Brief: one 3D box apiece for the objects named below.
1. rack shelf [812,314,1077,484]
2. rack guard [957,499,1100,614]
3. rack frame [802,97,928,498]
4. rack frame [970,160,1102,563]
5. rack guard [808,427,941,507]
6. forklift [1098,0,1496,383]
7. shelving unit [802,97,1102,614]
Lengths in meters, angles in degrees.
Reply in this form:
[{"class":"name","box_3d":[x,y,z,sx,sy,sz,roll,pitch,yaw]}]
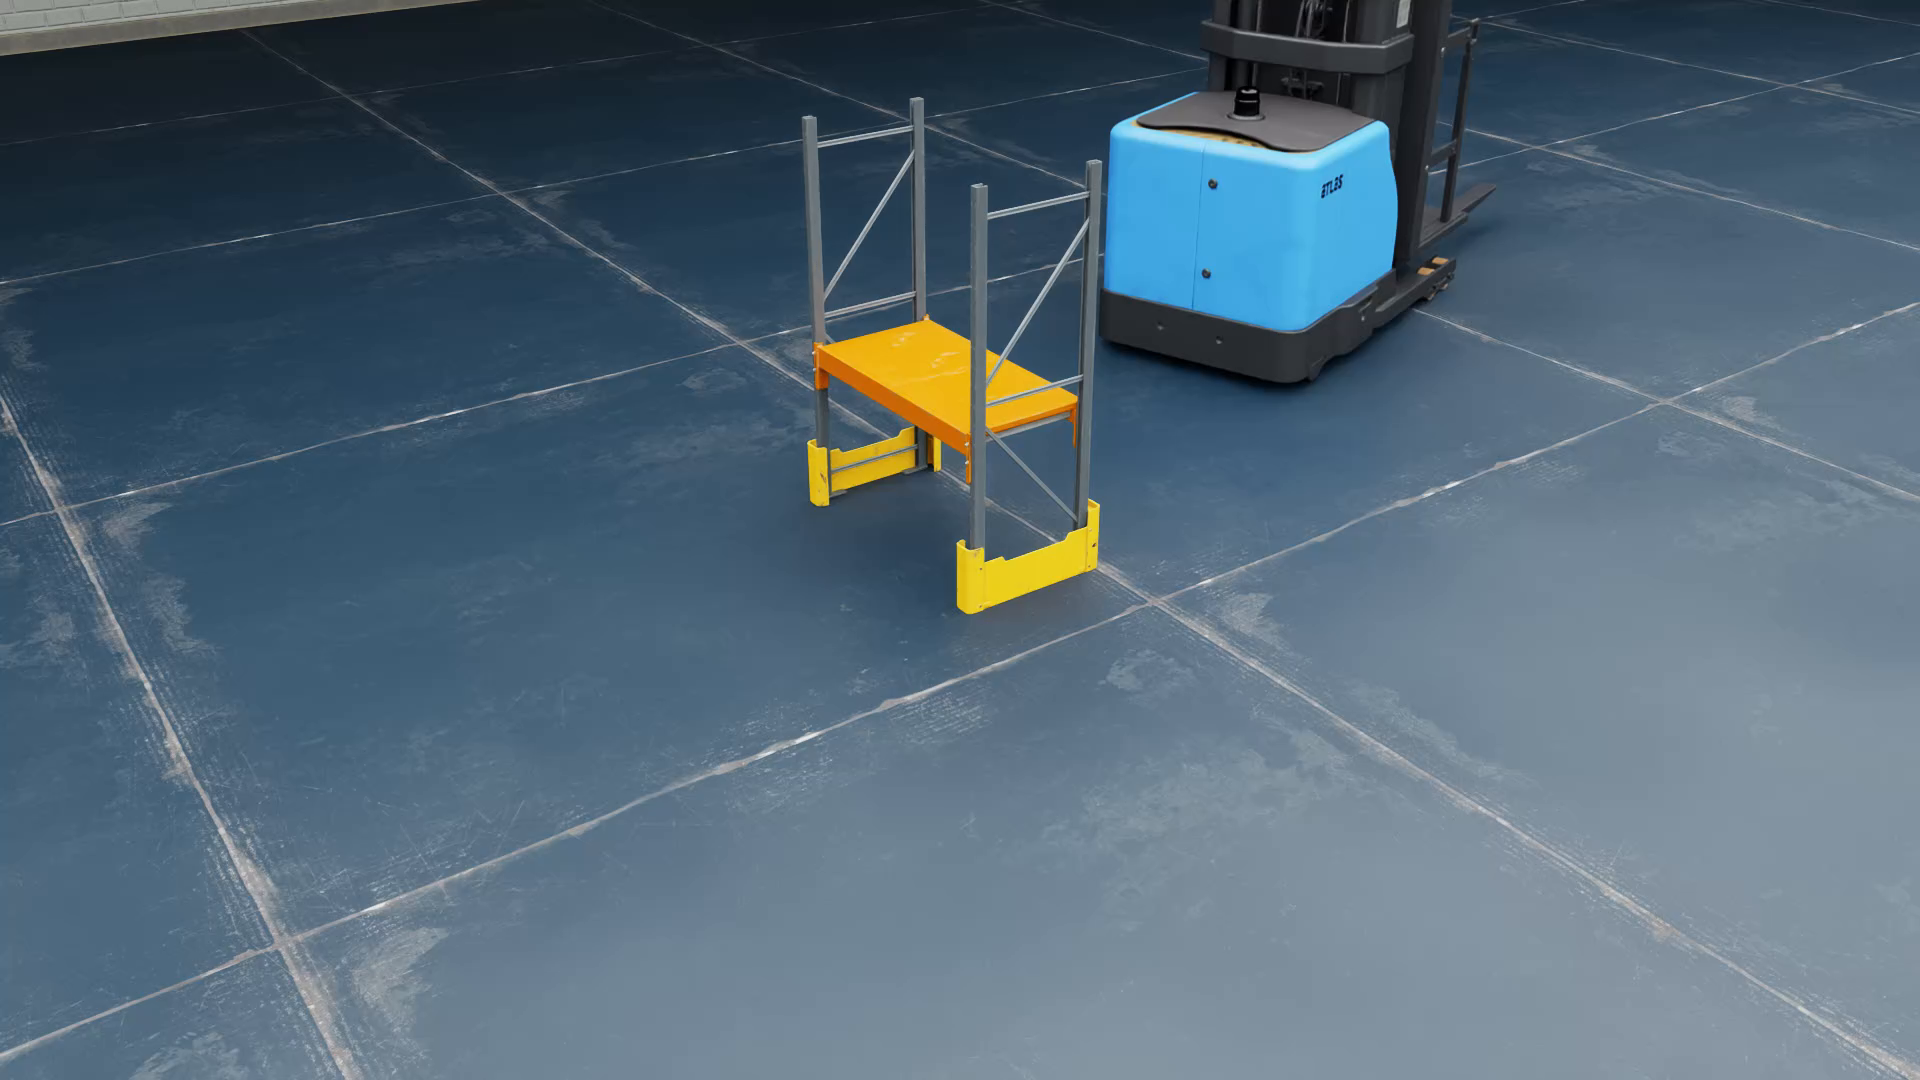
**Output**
[{"class":"rack shelf","box_3d":[-0.049,-0.534,6.039,0.538,0.185,1.000,-19,34,-31]},{"class":"rack guard","box_3d":[0.245,0.054,5.888,0.587,0.250,0.087,-19,34,-31]},{"class":"rack frame","box_3d":[-0.344,-0.890,6.317,0.500,1.500,0.032,-19,34,-31]},{"class":"rack frame","box_3d":[0.245,-0.495,5.589,0.500,1.500,0.032,-19,34,-31]},{"class":"rack guard","box_3d":[-0.333,-0.333,6.601,0.587,0.250,0.087,-19,34,-31]},{"class":"forklift","box_3d":[1.923,-2.634,8.029,1.130,2.935,3.031,19,34,31]},{"class":"shelving unit","box_3d":[-0.044,-0.689,5.947,0.587,1.500,1.083,-19,34,-31]}]
